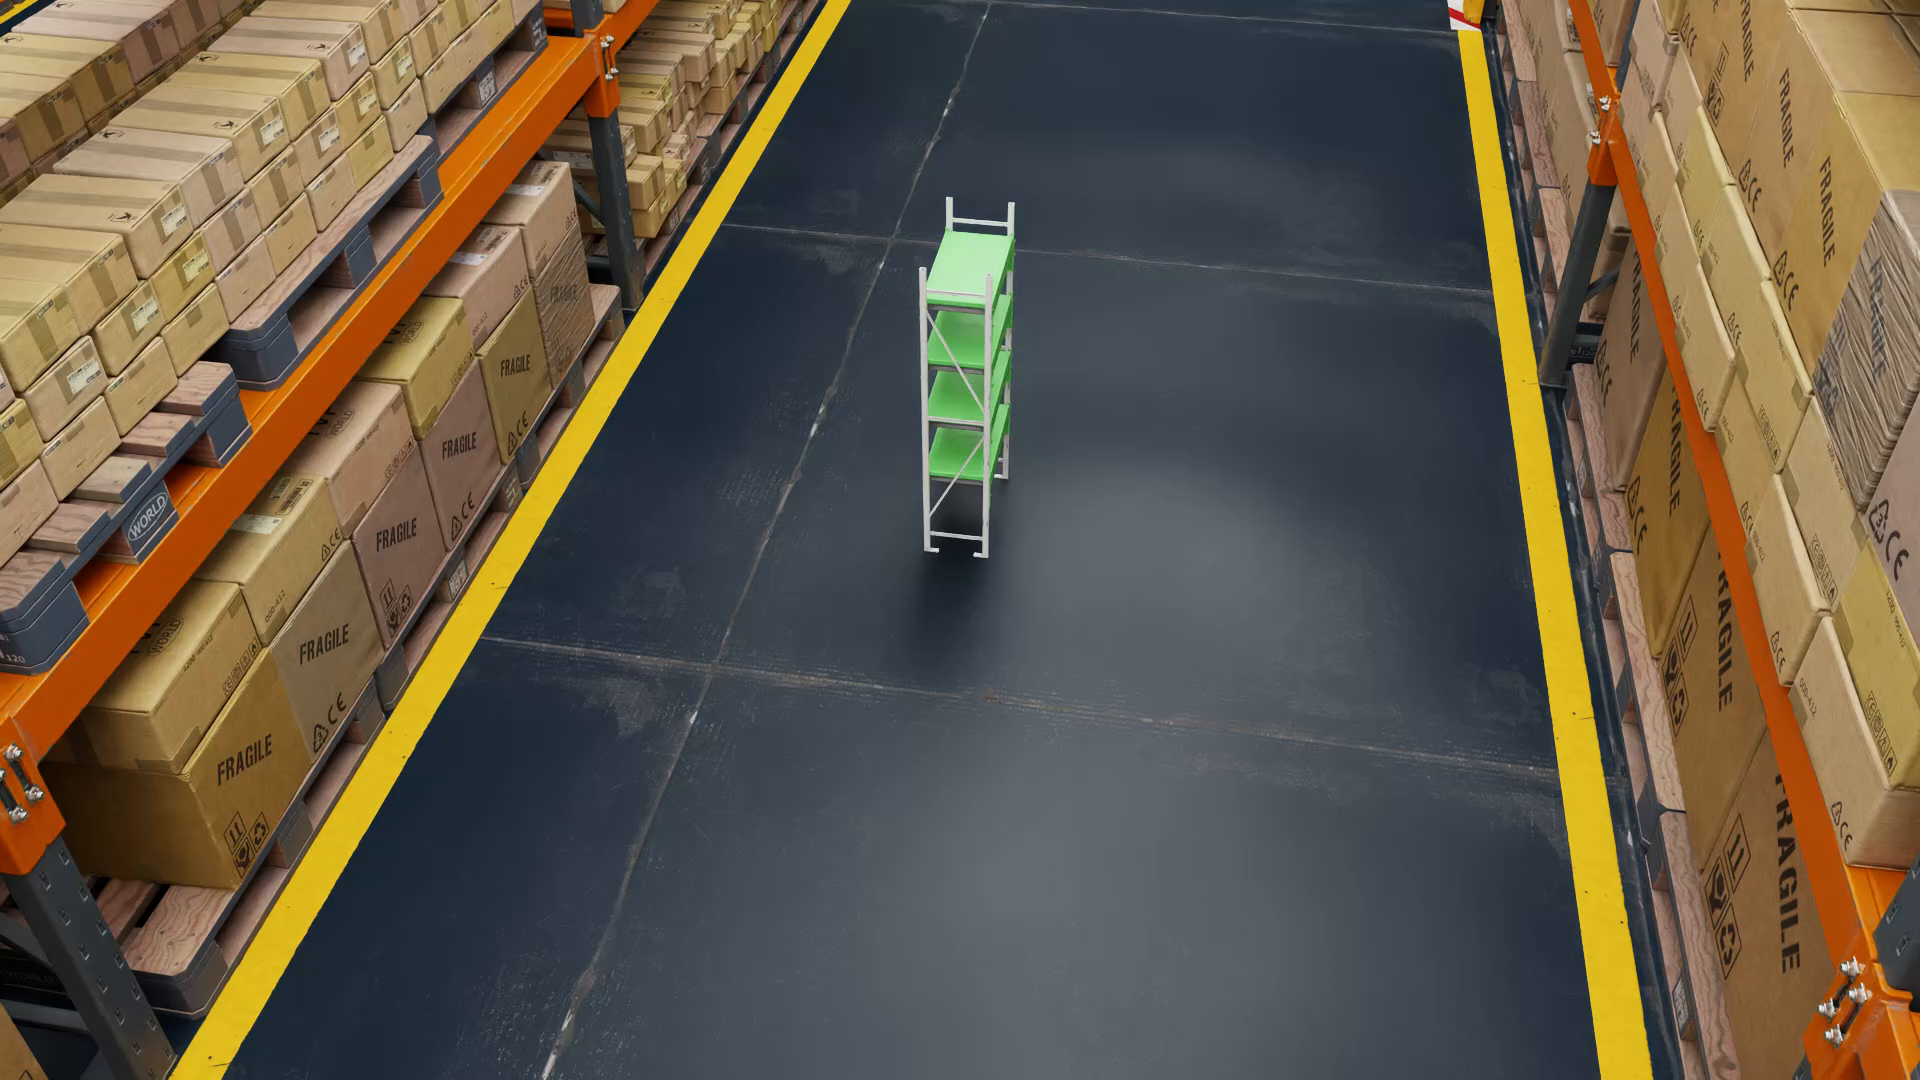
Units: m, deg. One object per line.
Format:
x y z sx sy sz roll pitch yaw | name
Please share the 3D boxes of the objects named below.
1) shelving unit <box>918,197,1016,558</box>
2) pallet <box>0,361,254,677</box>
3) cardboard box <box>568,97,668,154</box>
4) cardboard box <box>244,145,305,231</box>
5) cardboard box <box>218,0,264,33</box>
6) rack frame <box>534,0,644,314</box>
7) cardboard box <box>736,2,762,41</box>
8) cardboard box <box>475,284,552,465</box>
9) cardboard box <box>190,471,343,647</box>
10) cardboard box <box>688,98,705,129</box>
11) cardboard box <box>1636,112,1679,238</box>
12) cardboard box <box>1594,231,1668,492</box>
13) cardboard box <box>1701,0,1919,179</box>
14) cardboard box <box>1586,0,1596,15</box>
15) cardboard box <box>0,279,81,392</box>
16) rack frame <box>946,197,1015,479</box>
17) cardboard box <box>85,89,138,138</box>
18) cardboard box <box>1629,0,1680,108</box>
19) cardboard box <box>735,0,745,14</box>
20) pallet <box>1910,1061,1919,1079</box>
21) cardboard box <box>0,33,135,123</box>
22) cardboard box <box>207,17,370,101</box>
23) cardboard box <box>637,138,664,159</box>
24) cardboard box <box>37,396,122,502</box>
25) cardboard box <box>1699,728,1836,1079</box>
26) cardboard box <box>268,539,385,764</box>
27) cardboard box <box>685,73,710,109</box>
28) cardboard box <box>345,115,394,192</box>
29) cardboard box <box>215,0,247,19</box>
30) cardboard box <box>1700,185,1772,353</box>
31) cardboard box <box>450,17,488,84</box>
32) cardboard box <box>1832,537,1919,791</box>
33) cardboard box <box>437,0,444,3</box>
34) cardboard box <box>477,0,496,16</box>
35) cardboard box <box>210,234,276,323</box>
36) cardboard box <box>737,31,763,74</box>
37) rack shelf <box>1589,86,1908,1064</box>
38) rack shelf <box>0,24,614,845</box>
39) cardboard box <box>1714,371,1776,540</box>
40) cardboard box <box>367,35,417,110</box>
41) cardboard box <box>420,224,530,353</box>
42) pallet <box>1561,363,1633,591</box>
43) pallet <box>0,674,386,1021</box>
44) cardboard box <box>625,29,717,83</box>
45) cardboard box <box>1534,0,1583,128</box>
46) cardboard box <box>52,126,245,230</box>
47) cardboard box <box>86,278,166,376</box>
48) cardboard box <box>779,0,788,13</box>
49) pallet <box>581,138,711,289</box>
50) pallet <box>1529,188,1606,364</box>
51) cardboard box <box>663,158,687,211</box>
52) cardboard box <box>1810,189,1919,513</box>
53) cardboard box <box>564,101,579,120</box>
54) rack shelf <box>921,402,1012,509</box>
0.029 -0.566 5.993 0.258 1.200 0.503 6 40 8 | shelving unit
-2.615 -0.142 4.218 1.213 0.211 1.003 6 40 8 | pallet
-1.571 -1.919 7.658 0.380 0.149 0.250 8 40 10 | cardboard box
-2.130 -1.026 4.771 0.380 0.149 0.250 6 40 7 | cardboard box
-2.594 -1.762 5.661 0.380 0.149 0.250 5 40 6 | cardboard box
-1.941 -2.267 6.638 1.000 3.000 0.127 6 40 8 | rack frame
-1.287 -2.781 8.934 0.380 0.149 0.250 8 40 10 | cardboard box
-1.910 -0.651 6.316 0.500 0.500 0.500 6 40 7 | cardboard box
-2.188 0.032 4.901 0.500 0.250 0.500 6 40 7 | cardboard box
-1.517 -2.189 8.452 0.380 0.149 0.250 5 40 6 | cardboard box
2.528 -1.155 5.410 0.500 0.250 0.500 5 40 7 | cardboard box
2.923 -0.730 6.116 0.875 0.875 0.875 8 40 9 | cardboard box
2.443 -1.327 4.638 0.500 0.500 0.500 5 40 7 | cardboard box
2.864 -2.466 6.800 0.500 0.500 0.500 5 40 7 | cardboard box
-2.318 -0.489 3.888 0.380 0.149 0.250 5 40 6 | cardboard box
0.071 -0.719 6.179 0.240 1.200 0.015 6 40 8 | rack frame
-2.731 -1.268 5.064 0.380 0.149 0.250 6 40 7 | cardboard box
2.598 -1.674 5.647 0.500 0.250 0.500 5 40 6 | cardboard box
-1.364 -2.898 8.842 0.380 0.149 0.250 5 40 6 | cardboard box
2.241 1.259 2.524 1.213 0.211 1.003 6 40 8 | pallet
-2.728 -1.384 4.970 0.380 0.149 0.250 8 40 9 | cardboard box
-2.044 -1.470 5.075 0.380 0.149 0.250 5 40 6 | cardboard box
-1.608 -1.806 7.754 0.380 0.149 0.250 7 40 8 | cardboard box
-2.310 -0.249 4.064 0.380 0.149 0.250 8 40 10 | cardboard box
2.461 0.958 4.075 0.875 0.875 0.875 6 40 7 | cardboard box
-2.176 0.313 5.149 0.500 0.500 0.500 7 40 8 | cardboard box
-1.481 -2.302 8.354 0.380 0.149 0.250 8 40 10 | cardboard box
-2.037 -1.243 5.267 0.380 0.149 0.250 8 40 10 | cardboard box
-2.597 -1.872 5.561 0.380 0.149 0.250 6 40 7 | cardboard box
2.337 -0.713 4.483 0.500 0.250 0.500 5 40 6 | cardboard box
-1.904 -1.742 5.870 0.380 0.149 0.250 6 40 8 | cardboard box
2.093 0.259 3.308 0.500 0.250 0.500 6 40 8 | cardboard box
-1.910 -1.957 5.664 0.380 0.149 0.250 5 40 6 | cardboard box
-1.860 -2.010 5.961 0.380 0.149 0.250 7 40 8 | cardboard box
-2.175 -0.755 4.677 0.380 0.149 0.250 8 40 9 | cardboard box
-1.289 -2.666 9.028 0.380 0.149 0.250 7 40 9 | cardboard box
2.606 -0.252 4.766 1.077 0.370 4.000 6 40 8 | rack shelf
-2.287 -0.735 5.349 1.077 0.370 4.000 6 40 8 | rack shelf
2.268 -0.199 4.254 0.500 0.250 0.500 6 40 7 | cardboard box
-1.995 -1.519 5.367 0.380 0.149 0.250 4 40 5 | cardboard box
-1.923 -0.938 6.074 0.500 0.250 0.500 8 40 10 | cardboard box
2.893 -0.217 6.347 1.003 0.211 1.213 6 40 8 | pallet
-2.496 0.828 5.083 1.003 0.211 1.213 6 40 8 | pallet
-1.429 -2.400 8.240 0.380 0.149 0.250 7 40 9 | cardboard box
3.478 -2.469 8.563 0.875 0.438 0.875 7 40 9 | cardboard box
-2.180 -0.978 4.480 0.380 0.149 0.250 8 40 10 | cardboard box
-2.264 -0.556 4.202 0.380 0.149 0.250 5 40 6 | cardboard box
-1.210 -3.158 9.624 0.380 0.149 0.250 6 40 7 | cardboard box
-1.859 -1.618 8.041 1.003 0.211 1.213 6 40 8 | pallet
3.161 -1.178 7.510 1.003 0.211 1.213 6 40 8 | pallet
-1.515 -1.690 7.848 0.380 0.149 0.250 8 40 9 | cardboard box
2.172 -0.374 3.486 0.500 0.500 0.500 7 40 8 | cardboard box
-1.996 -2.165 8.189 0.380 0.149 0.250 7 40 8 | cardboard box
0.029 -0.332 6.187 0.258 0.148 0.480 6 40 8 | rack shelf
